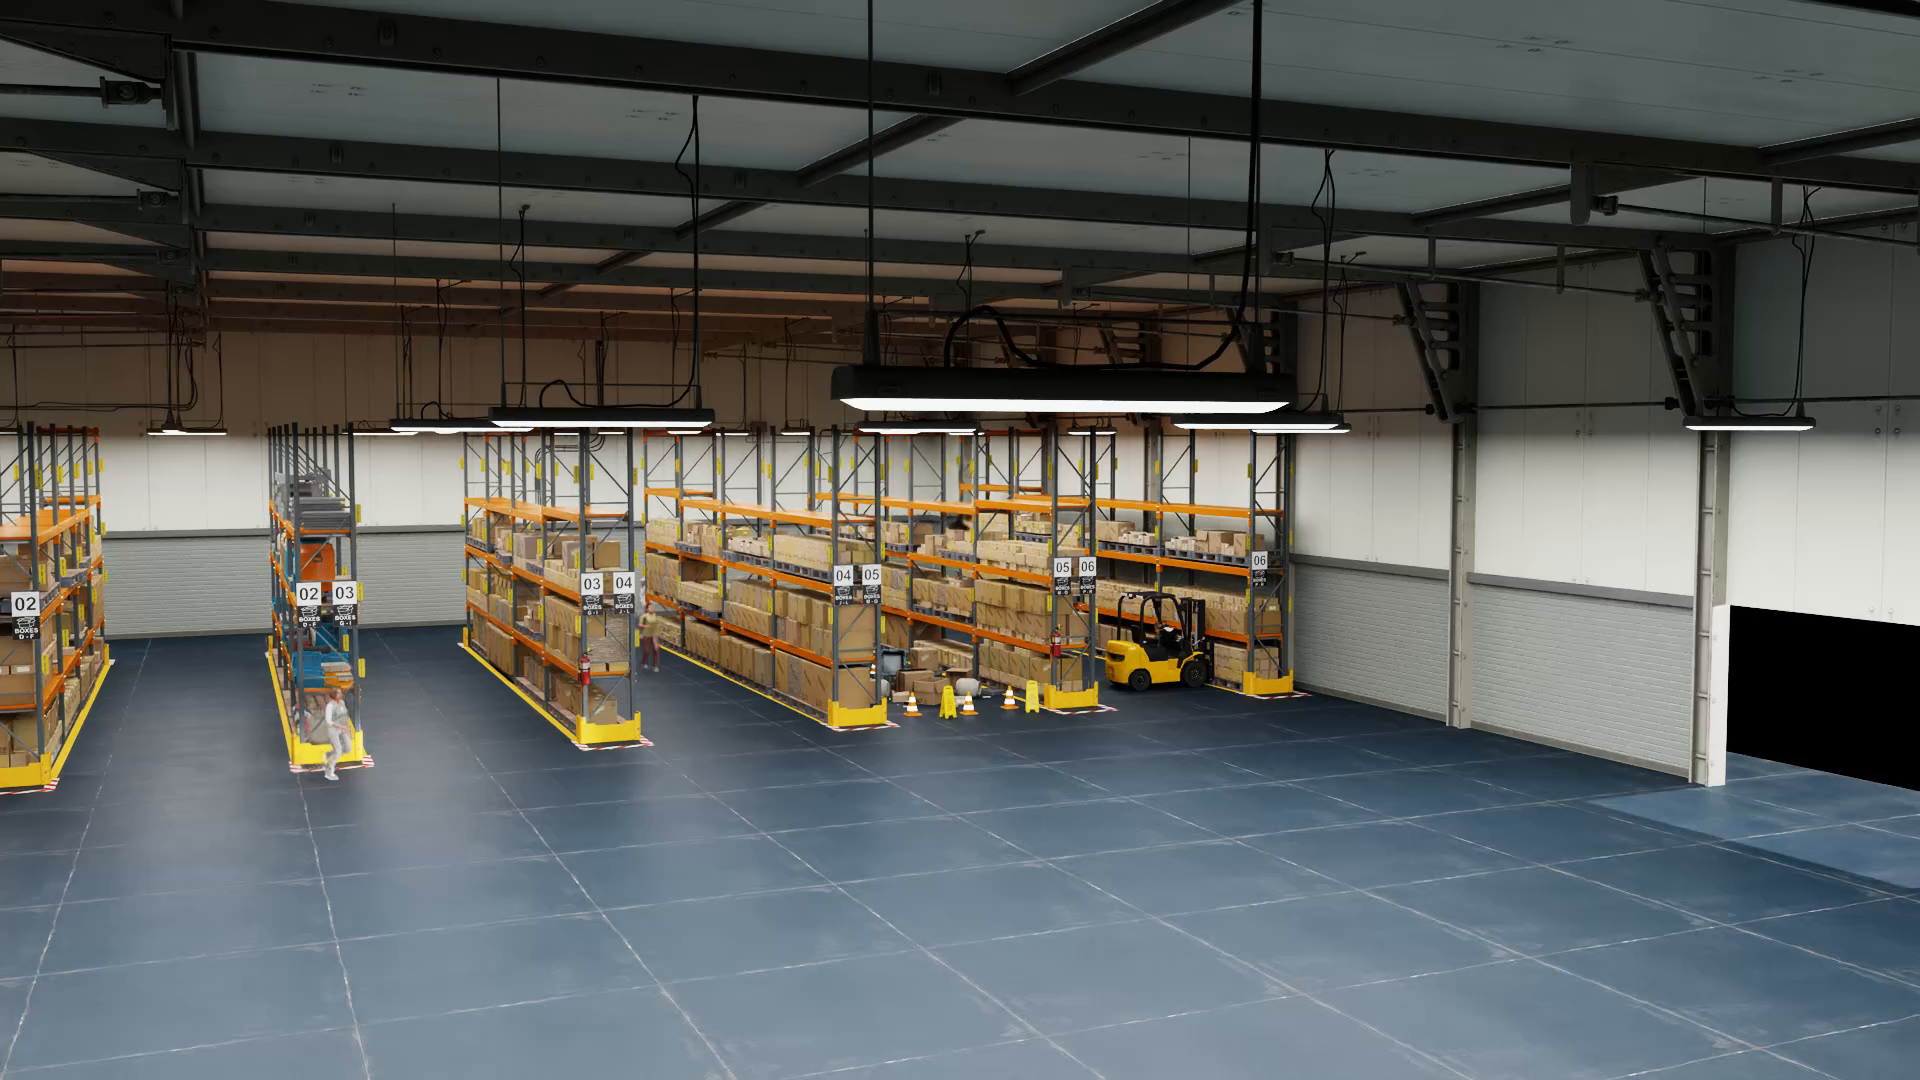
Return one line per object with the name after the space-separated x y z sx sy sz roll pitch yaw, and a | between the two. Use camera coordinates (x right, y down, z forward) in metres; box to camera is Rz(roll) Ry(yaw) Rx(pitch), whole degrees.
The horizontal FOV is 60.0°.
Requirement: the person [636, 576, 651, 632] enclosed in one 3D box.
-9.272 1.903 49.049 0.557 1.673 0.769 -1 4 -13 | person

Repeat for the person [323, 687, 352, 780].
-10.467 3.248 27.978 0.601 1.560 0.575 1 4 17 | person

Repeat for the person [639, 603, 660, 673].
-7.660 2.393 40.882 0.540 1.709 0.774 -2 4 -32 | person
